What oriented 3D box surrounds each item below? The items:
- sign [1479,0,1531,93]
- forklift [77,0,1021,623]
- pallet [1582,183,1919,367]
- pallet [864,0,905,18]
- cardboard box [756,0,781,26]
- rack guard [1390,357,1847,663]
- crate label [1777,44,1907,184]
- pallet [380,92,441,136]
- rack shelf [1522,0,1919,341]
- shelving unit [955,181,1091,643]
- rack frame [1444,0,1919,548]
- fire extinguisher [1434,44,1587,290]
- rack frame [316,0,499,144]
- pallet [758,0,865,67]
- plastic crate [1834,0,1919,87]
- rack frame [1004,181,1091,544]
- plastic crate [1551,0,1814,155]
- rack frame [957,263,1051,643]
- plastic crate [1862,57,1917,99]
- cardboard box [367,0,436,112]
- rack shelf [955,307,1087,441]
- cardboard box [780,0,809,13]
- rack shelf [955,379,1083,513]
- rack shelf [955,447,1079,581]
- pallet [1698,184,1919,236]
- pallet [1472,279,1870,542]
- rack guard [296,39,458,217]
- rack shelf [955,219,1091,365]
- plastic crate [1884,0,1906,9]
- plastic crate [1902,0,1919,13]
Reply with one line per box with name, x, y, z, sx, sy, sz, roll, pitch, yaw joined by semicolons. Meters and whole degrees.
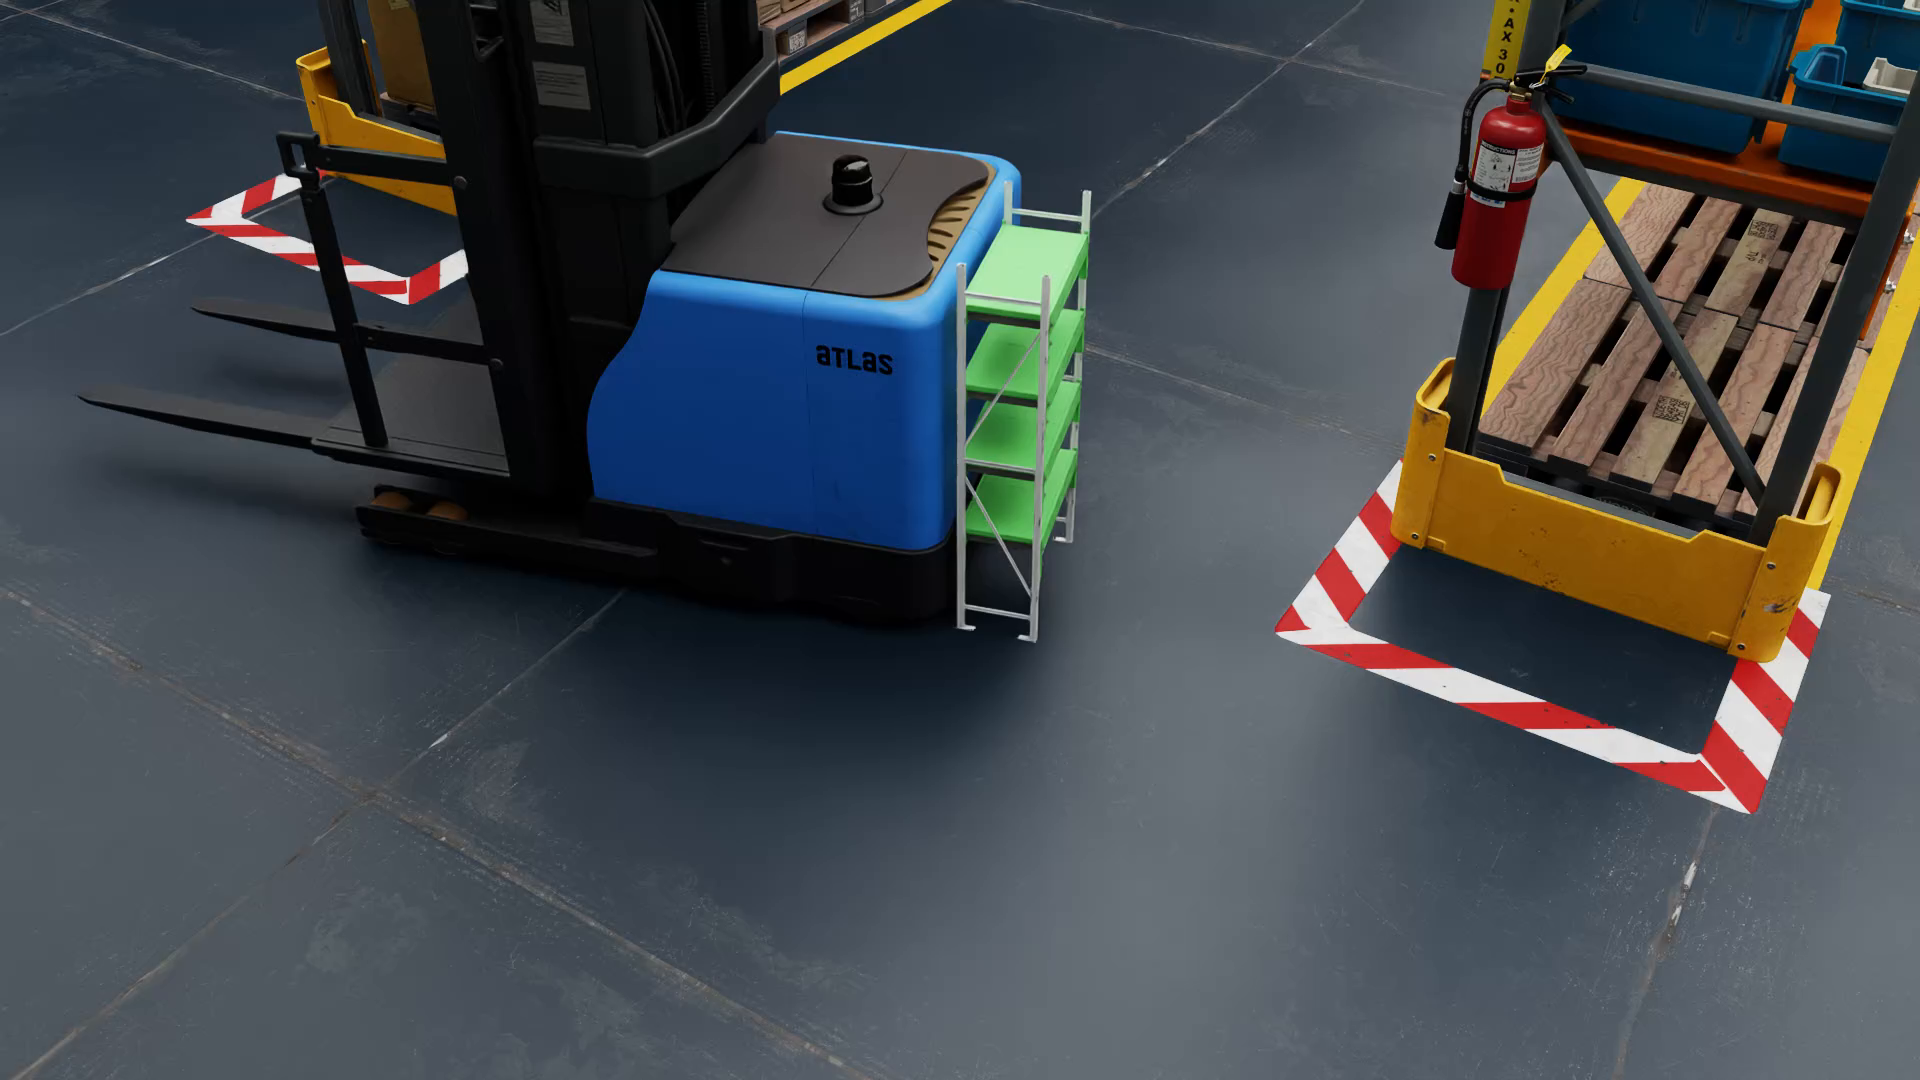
sign;1.457;-1.350;4.411;0.100;0.325;0.005;21;42;25
forklift;-1.378;-1.414;4.683;3.031;2.935;1.130;10;39;12
pallet;3.059;-1.049;6.438;1.003;0.211;1.213;21;42;25
pallet;-0.583;-3.326;9.391;1.003;0.211;1.213;21;42;25
cardboard box;-1.490;-2.884;7.931;0.875;0.875;0.875;21;42;25
rack guard;1.928;-0.108;4.980;1.175;0.500;0.348;21;42;25
crate label;2.340;-1.091;4.297;0.416;0.233;0.303;21;42;25
pallet;-1.890;-2.068;7.759;1.003;0.211;1.213;21;42;25
rack shelf;3.001;-1.860;5.796;1.077;0.370;4.000;21;42;25
shelving unit;0.174;-0.343;4.712;0.258;1.200;0.503;10;39;12
rack frame;1.930;-1.114;4.239;1.000;3.000;0.127;21;42;25
fire extinguisher;1.465;-1.007;4.468;0.296;0.674;0.183;21;42;25
rack frame;-2.252;-2.734;6.340;1.000;3.000;0.127;21;42;25
pallet;-1.236;-2.694;8.572;1.003;0.211;1.213;21;42;25
plastic crate;2.693;-1.431;4.737;0.416;0.233;0.300;21;42;25
rack frame;0.238;-0.486;4.898;0.240;1.200;0.015;10;39;12
plastic crate;1.951;-1.386;4.513;0.616;0.435;0.499;21;42;25
rack frame;0.109;-0.199;4.525;0.240;1.200;0.015;10;39;12
plastic crate;2.582;-1.191;4.506;0.250;0.136;0.298;21;42;25
cardboard box;-1.977;-2.415;7.323;0.875;0.875;0.875;21;42;25
rack shelf;0.174;-0.482;4.604;0.258;0.148;0.480;10;39;12
cardboard box;-1.013;-3.343;8.526;0.875;0.875;0.875;21;42;25
rack shelf;0.174;-0.292;4.751;0.258;0.148;0.480;10;39;12
rack shelf;0.173;-0.102;4.897;0.258;0.148;0.480;10;39;12
pallet;3.712;-1.680;7.257;1.003;0.211;1.213;21;42;25
pallet;2.404;-0.422;5.625;1.003;0.211;1.213;21;42;25
rack guard;-2.265;-1.732;7.087;1.175;0.500;0.348;21;42;25
rack shelf;0.174;-0.672;4.457;0.258;0.148;0.480;10;39;12
plastic crate;3.045;-1.770;5.177;0.416;0.233;0.300;21;42;25
plastic crate;2.945;-1.541;4.959;0.250;0.136;0.298;21;42;25
